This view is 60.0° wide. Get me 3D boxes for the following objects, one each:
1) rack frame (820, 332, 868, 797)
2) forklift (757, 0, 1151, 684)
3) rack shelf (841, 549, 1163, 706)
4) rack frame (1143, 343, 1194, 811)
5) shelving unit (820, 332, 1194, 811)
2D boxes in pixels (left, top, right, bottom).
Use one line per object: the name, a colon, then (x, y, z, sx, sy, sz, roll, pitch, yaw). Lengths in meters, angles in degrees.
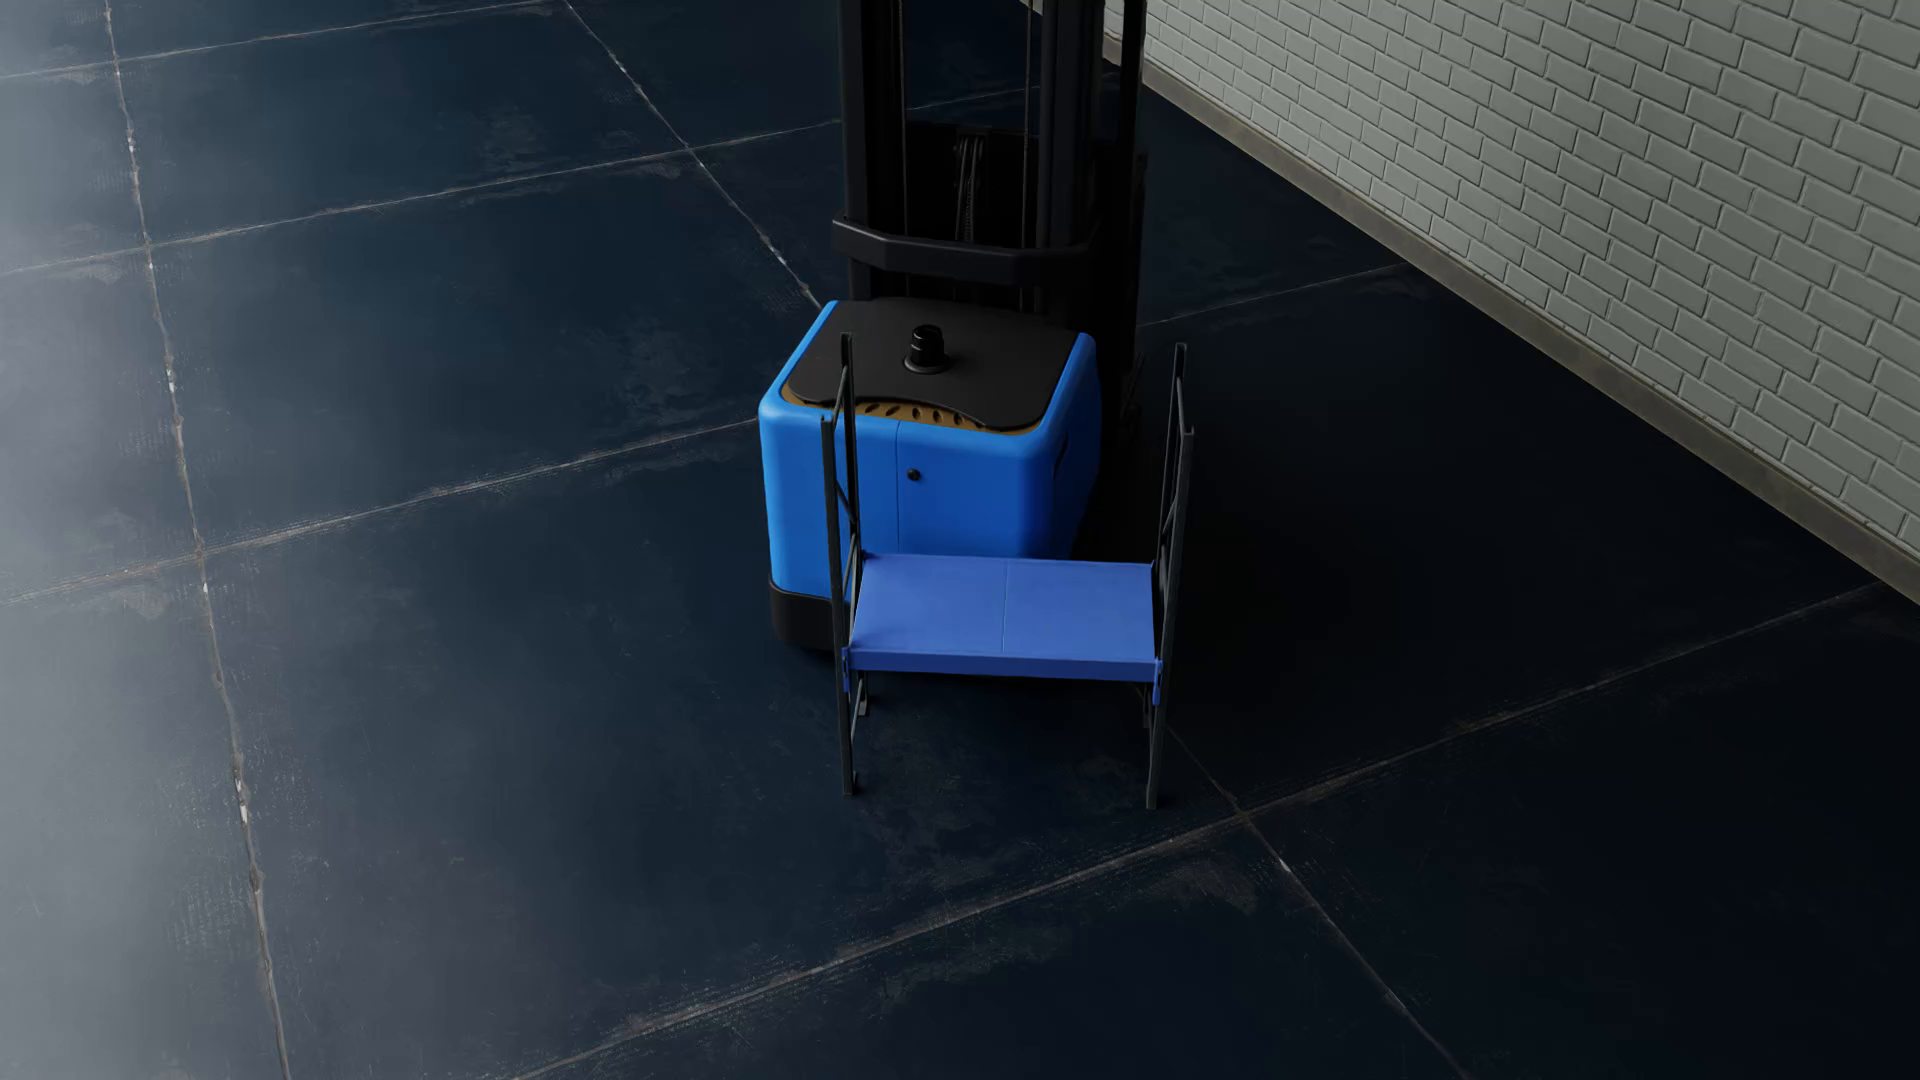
rack frame: (-0.362, 0.114, 5.331, 0.032, 1.500, 0.500, 2, 37, 3)
forklift: (0.180, -1.542, 6.368, 1.130, 2.935, 3.031, 9, 38, 12)
rack shelf: (0.145, 0.276, 5.414, 1.000, 0.185, 0.538, 2, 37, 3)
rack frame: (0.652, 0.153, 5.279, 0.032, 1.500, 0.500, 2, 37, 3)
shelving unit: (0.145, 0.134, 5.305, 1.048, 1.500, 0.538, 2, 37, 3)
